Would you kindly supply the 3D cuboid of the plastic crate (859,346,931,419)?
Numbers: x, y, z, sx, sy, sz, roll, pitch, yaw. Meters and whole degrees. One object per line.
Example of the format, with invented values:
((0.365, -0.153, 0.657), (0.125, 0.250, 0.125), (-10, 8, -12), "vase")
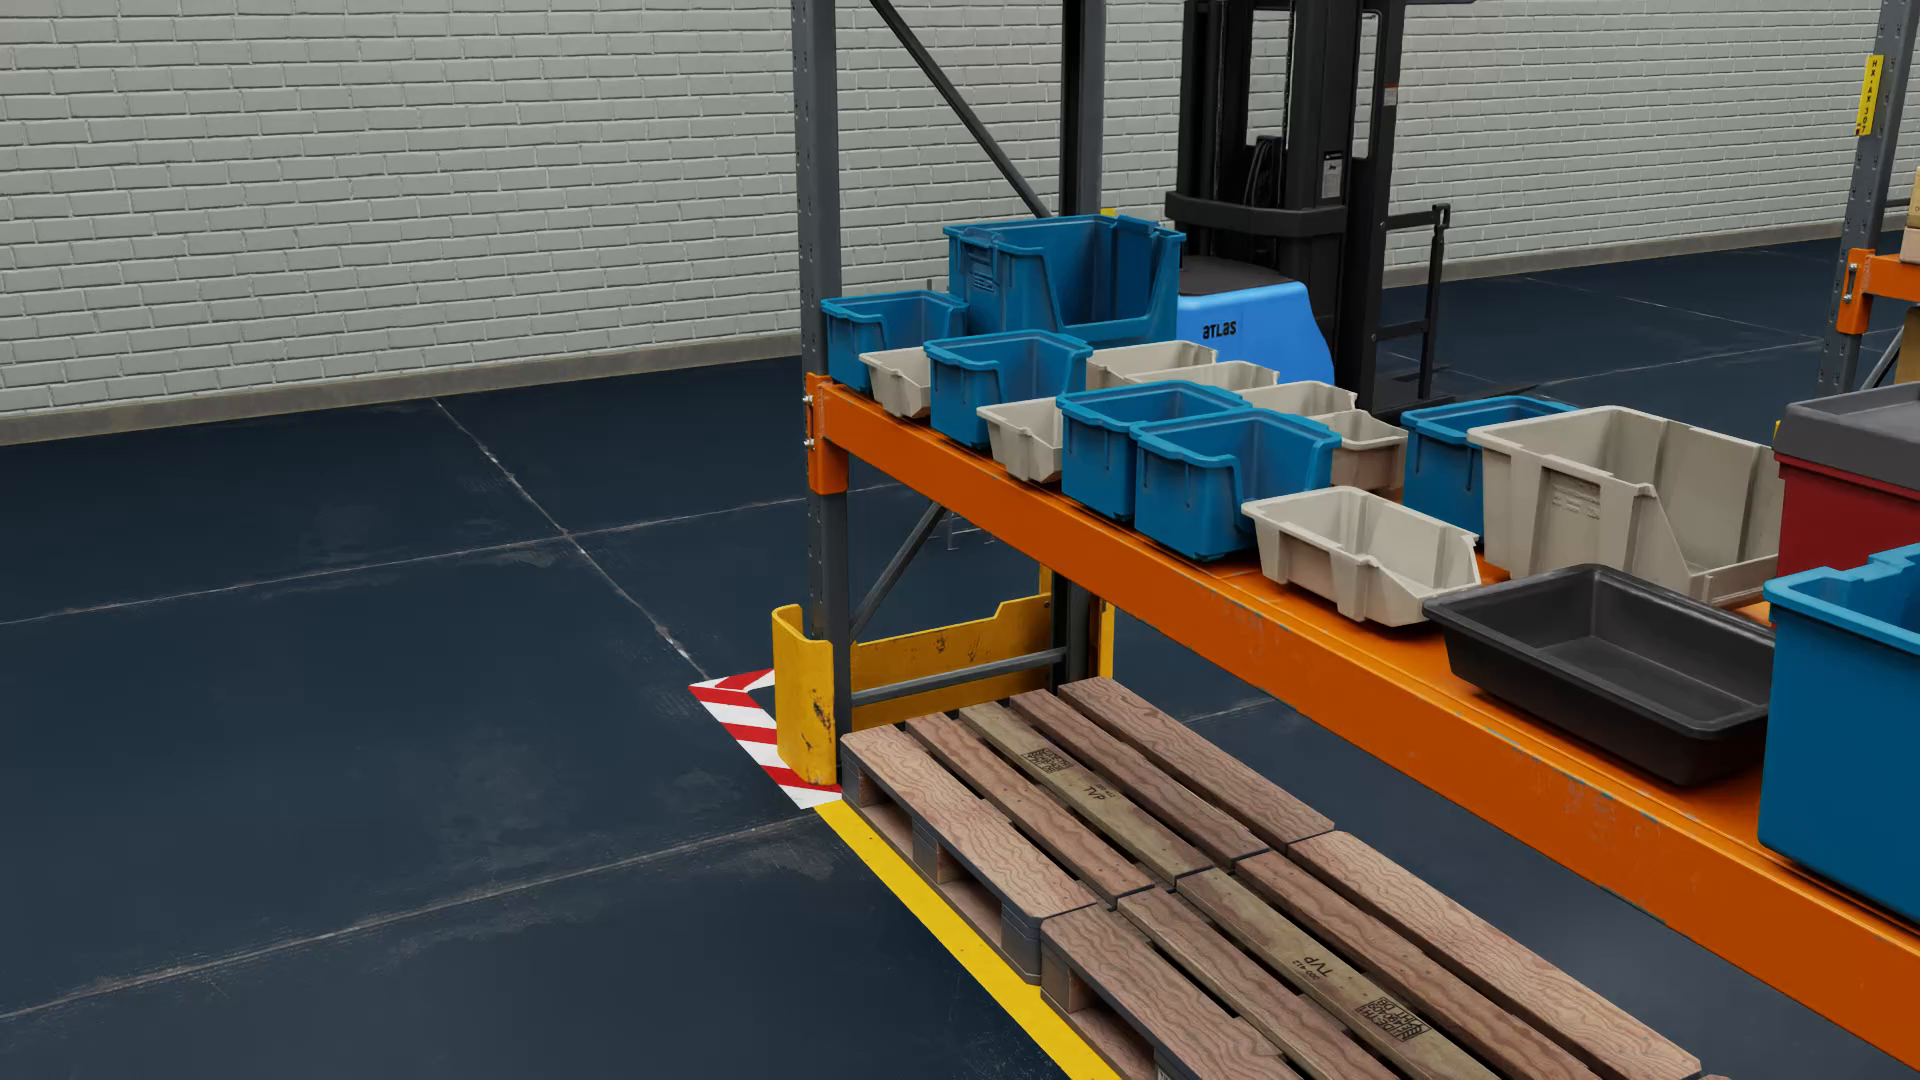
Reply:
((-0.110, -0.431, 4.594), (0.250, 0.136, 0.298), (-10, 21, -27), "plastic crate")

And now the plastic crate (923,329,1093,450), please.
((0.123, -0.392, 4.335), (0.416, 0.233, 0.300), (-10, 21, -27), "plastic crate")

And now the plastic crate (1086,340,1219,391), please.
((0.530, -0.452, 4.654), (0.396, 0.136, 0.243), (-10, 21, -27), "plastic crate")

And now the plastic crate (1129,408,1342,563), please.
((0.578, -0.117, 3.538), (0.416, 0.233, 0.300), (-10, 21, -27), "plastic crate")

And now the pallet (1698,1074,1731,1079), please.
((1.499, 1.507, 2.940), (1.003, 0.211, 1.213), (-10, 21, -27), "pallet")

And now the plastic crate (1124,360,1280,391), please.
((0.655, -0.366, 4.407), (0.396, 0.136, 0.243), (-10, 21, -27), "plastic crate")

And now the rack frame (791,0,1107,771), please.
((-0.017, -0.754, 5.218), (1.000, 3.000, 0.127), (-10, 21, -27), "rack frame")

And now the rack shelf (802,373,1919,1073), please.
((0.933, 0.160, 3.672), (1.077, 0.370, 4.000), (-10, 21, -27), "rack shelf")

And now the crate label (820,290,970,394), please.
((-0.189, -0.581, 4.883), (0.416, 0.233, 0.303), (-10, 21, -27), "crate label")

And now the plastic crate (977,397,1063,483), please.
((0.212, -0.236, 4.030), (0.250, 0.136, 0.298), (-10, 21, -27), "plastic crate")

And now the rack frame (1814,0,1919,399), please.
((4.342, -1.521, 7.442), (1.000, 3.000, 0.127), (-10, 21, -27), "rack frame")

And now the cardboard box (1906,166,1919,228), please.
((4.332, -1.411, 6.897), (0.500, 0.250, 0.500), (-11, 22, -28), "cardboard box")

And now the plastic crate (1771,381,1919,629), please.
((1.679, 0.040, 2.726), (0.402, 0.464, 0.583), (-10, 21, -27), "plastic crate")

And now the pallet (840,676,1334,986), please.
((0.341, 0.807, 4.970), (1.003, 0.211, 1.213), (-10, 21, -27), "pallet")

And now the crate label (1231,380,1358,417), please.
((0.808, -0.290, 4.186), (0.396, 0.136, 0.243), (-10, 21, -27), "crate label")

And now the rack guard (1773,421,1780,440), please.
((4.331, -0.347, 7.869), (1.175, 0.500, 0.348), (-10, 21, -27), "rack guard")

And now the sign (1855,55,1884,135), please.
((3.851, -1.884, 7.043), (0.100, 0.325, 0.005), (-10, 21, -27), "sign")

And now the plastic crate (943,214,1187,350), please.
((0.307, -0.732, 5.008), (0.616, 0.435, 0.499), (-10, 21, -27), "plastic crate")

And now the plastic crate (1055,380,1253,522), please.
((0.436, -0.203, 3.787), (0.416, 0.233, 0.300), (-10, 21, -27), "plastic crate")

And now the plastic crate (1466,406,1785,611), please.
((1.320, -0.045, 3.253), (0.437, 0.282, 0.530), (-10, 21, -27), "plastic crate")

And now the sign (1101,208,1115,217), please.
((0.460, -0.921, 5.452), (0.100, 0.325, 0.005), (-10, 21, -27), "sign")

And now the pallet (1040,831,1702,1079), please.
((0.916, 1.157, 3.956), (1.003, 0.211, 1.213), (-10, 21, -27), "pallet")

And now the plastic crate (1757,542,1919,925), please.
((1.361, 0.292, 2.119), (0.392, 0.384, 0.575), (-10, 21, -27), "plastic crate")

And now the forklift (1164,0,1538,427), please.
((1.908, -1.859, 8.526), (3.031, 2.935, 1.130), (-14, 23, -34), "forklift")

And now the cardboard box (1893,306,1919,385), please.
((4.716, -0.544, 7.223), (0.875, 0.875, 0.875), (-10, 21, -27), "cardboard box")

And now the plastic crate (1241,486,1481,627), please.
((0.791, 0.037, 3.237), (0.293, 0.136, 0.466), (-10, 21, -27), "plastic crate")

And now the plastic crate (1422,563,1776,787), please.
((1.115, 0.216, 2.736), (0.437, 0.125, 0.590), (-10, 21, -27), "plastic crate")

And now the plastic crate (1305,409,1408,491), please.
((0.965, -0.208, 3.948), (0.298, 0.136, 0.250), (-10, 21, -27), "plastic crate")

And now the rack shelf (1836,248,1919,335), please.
((5.292, -0.607, 5.895), (1.077, 0.370, 4.000), (-10, 21, -27), "rack shelf")

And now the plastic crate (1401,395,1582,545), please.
((1.184, -0.153, 3.642), (0.416, 0.233, 0.300), (-10, 21, -27), "plastic crate")

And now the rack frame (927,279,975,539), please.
((-0.037, -0.589, 7.500), (0.240, 1.200, 0.006), (-10, 21, -27), "rack frame")

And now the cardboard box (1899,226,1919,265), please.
((4.220, -1.250, 7.039), (0.380, 0.149, 0.250), (-10, 21, -26), "cardboard box")

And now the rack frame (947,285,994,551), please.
((0.050, -0.537, 7.348), (0.240, 1.200, 0.006), (-10, 21, -27), "rack frame")

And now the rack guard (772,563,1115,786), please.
((-0.040, 0.423, 5.640), (1.175, 0.500, 0.348), (-10, 21, -27), "rack guard")

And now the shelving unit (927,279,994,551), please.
((0.007, -0.563, 7.424), (0.258, 1.200, 0.189), (-10, 21, -27), "shelving unit")
